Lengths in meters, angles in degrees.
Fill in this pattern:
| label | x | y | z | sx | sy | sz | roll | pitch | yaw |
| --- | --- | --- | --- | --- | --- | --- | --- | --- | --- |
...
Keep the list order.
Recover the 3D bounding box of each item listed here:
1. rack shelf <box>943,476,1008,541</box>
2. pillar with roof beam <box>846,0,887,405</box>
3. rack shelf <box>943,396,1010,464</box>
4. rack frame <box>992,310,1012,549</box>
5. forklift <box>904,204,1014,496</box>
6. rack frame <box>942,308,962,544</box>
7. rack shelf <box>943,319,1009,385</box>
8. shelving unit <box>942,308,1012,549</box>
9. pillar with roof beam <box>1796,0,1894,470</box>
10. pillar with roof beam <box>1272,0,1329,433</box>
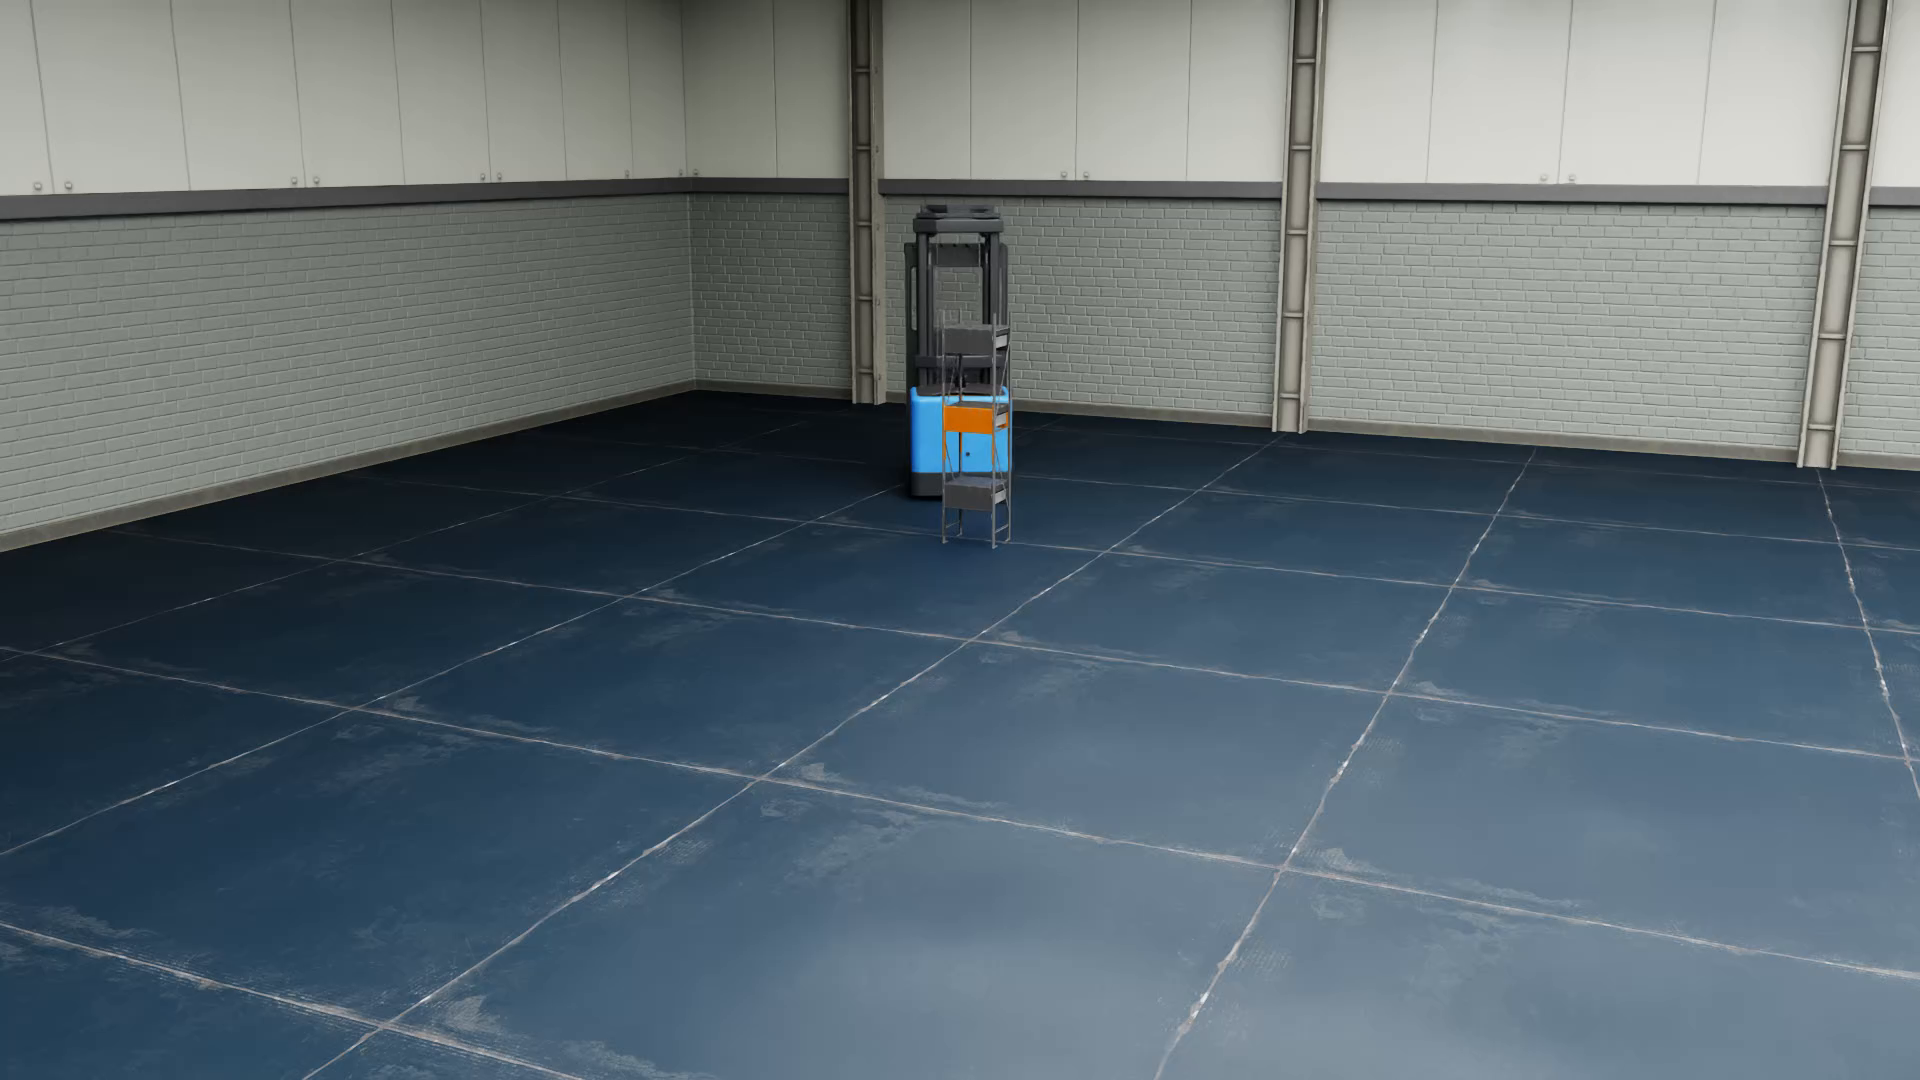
| label | x | y | z | sx | sy | sz | roll | pitch | yaw |
| --- | --- | --- | --- | --- | --- | --- | --- | --- | --- |
| rack shelf | 0.151 | -0.312 | 15.108 | 0.480 | 0.518 | 0.431 | 6 | 14 | 23 |
| pillar with roof beam | -3.027 | -5.431 | 18.697 | 0.400 | 9.000 | 9.100 | 6 | 14 | 23 |
| rack shelf | 0.151 | -0.994 | 14.948 | 0.480 | 0.518 | 0.431 | 6 | 14 | 23 |
| rack frame | 0.374 | -0.984 | 14.849 | 0.015 | 2.100 | 0.400 | 6 | 14 | 23 |
| forklift | -0.049 | -2.151 | 18.003 | 1.130 | 2.935 | 3.031 | -1 | 13 | -3 |
| rack frame | -0.072 | -1.029 | 15.041 | 0.015 | 2.100 | 0.400 | 6 | 14 | 23 |
| rack shelf | 0.151 | -1.675 | 14.788 | 0.480 | 0.518 | 0.431 | 6 | 14 | 23 |
| shelving unit | 0.151 | -1.007 | 14.945 | 0.503 | 2.100 | 0.431 | 6 | 14 | 23 |
| pillar with roof beam | 7.945 | -4.321 | 13.965 | 0.400 | 9.000 | 9.100 | 6 | 14 | 23 |
| pillar with roof beam | 2.459 | -4.876 | 16.331 | 0.400 | 9.000 | 9.100 | 6 | 14 | 23 |
